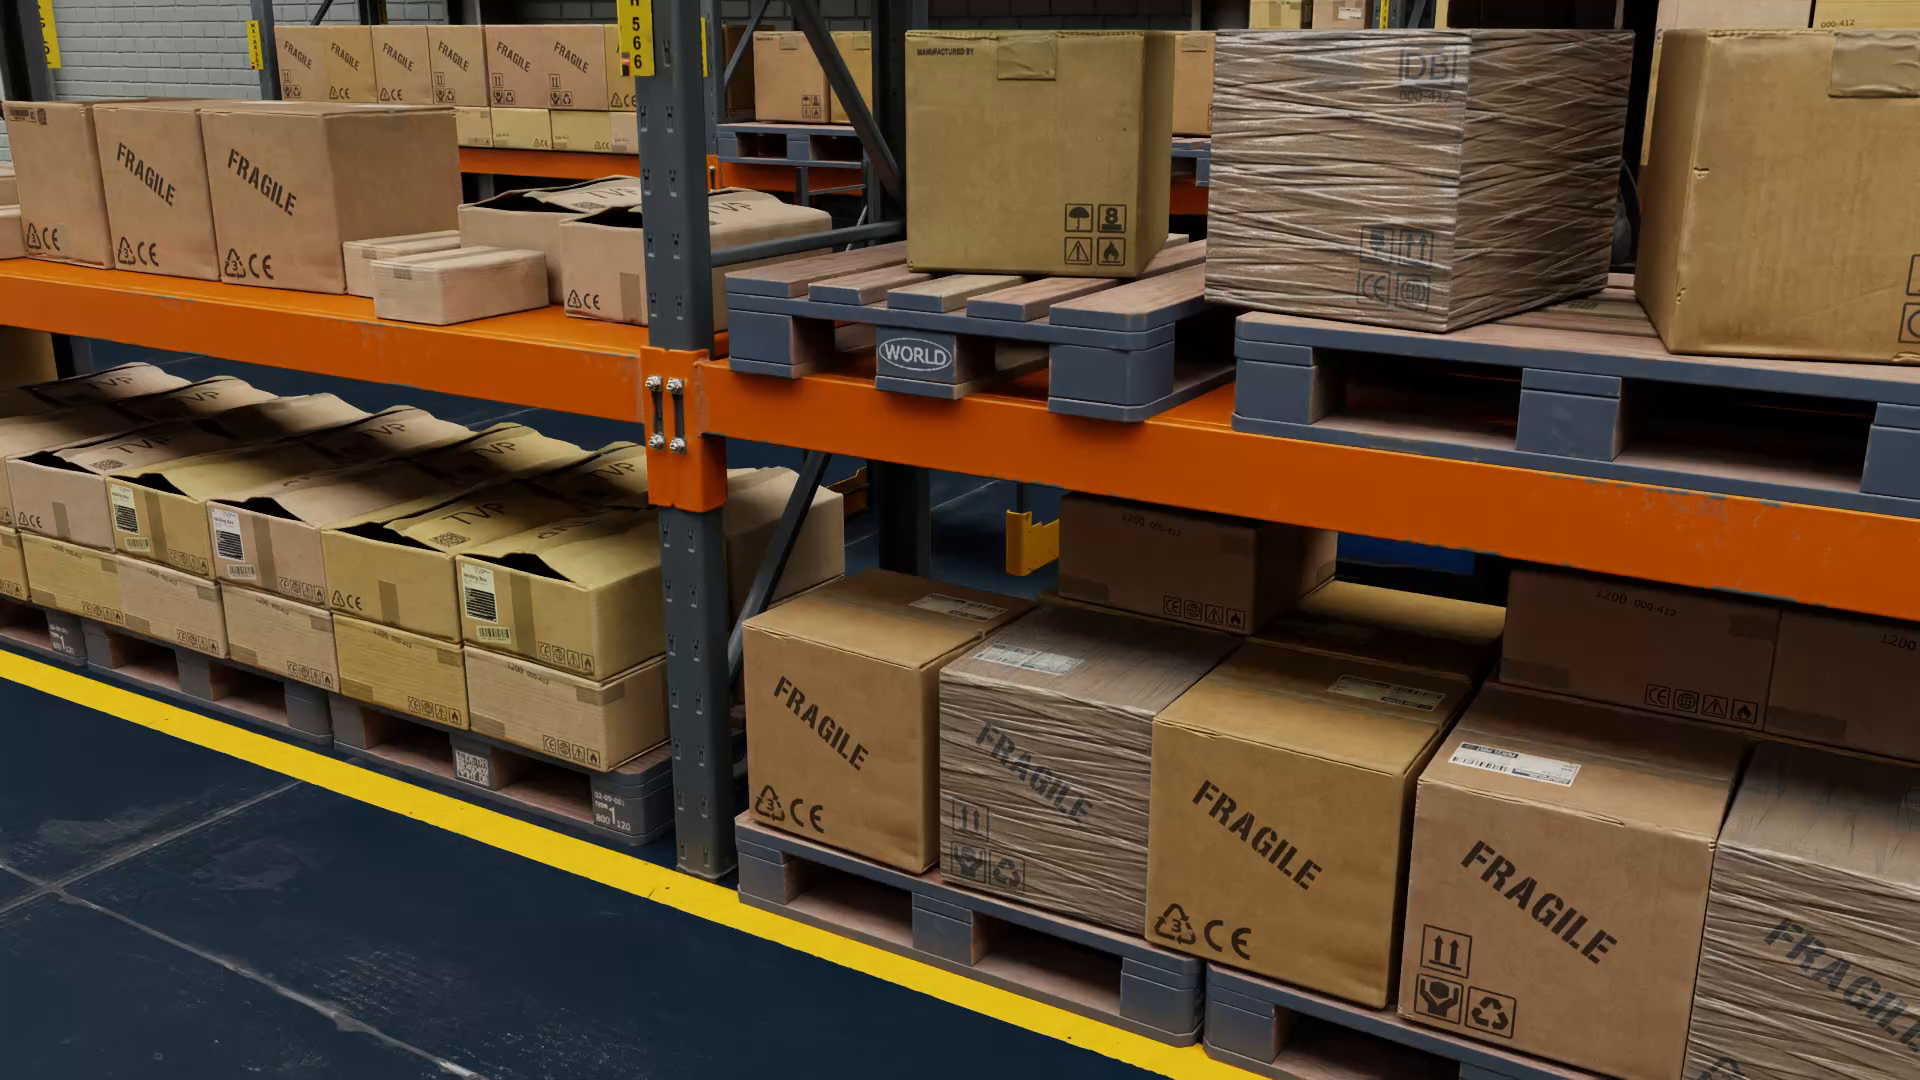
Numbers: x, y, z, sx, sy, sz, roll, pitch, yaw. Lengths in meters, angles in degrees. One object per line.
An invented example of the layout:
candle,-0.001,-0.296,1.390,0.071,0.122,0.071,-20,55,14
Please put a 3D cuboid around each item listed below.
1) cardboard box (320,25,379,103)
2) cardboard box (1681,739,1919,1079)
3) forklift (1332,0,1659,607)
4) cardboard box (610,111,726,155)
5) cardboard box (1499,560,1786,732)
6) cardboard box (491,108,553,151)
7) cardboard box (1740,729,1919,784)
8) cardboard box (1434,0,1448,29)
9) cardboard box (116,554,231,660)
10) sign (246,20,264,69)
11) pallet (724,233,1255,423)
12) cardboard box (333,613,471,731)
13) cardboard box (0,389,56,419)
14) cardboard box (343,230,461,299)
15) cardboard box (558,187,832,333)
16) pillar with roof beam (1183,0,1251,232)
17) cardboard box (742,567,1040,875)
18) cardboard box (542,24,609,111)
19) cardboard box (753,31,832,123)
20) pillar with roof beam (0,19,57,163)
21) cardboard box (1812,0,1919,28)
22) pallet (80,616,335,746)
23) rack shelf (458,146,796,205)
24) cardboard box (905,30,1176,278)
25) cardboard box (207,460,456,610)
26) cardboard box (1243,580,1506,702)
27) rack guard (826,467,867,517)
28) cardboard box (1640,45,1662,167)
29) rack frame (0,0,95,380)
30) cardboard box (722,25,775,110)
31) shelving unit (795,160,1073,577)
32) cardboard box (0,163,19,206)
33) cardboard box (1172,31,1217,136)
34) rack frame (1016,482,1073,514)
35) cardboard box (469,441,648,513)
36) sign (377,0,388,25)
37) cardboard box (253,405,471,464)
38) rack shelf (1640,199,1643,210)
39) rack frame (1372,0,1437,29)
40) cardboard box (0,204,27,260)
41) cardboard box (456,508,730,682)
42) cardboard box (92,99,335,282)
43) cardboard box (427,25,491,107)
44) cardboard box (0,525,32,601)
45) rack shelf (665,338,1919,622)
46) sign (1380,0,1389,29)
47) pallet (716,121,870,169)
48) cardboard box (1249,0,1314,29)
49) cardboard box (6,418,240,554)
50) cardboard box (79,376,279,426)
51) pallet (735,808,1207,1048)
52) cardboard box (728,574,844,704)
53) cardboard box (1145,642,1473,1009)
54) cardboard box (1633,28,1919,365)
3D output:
cardboard box,-3.956,-3.237,11.312,0.500,0.500,0.500,10,20,30
cardboard box,1.600,0.715,2.910,0.500,0.500,0.500,10,20,31
forklift,2.319,-1.062,5.335,3.031,2.935,1.130,9,19,27
cardboard box,-1.775,-2.492,10.147,0.500,0.250,0.500,10,20,30
cardboard box,1.450,0.152,3.475,0.500,0.250,0.500,10,19,29
cardboard box,-2.632,-2.642,10.643,0.500,0.250,0.500,10,20,30
cardboard box,1.848,0.583,3.346,0.500,0.500,0.500,10,20,31
cardboard box,2.472,-2.370,7.514,0.500,0.250,0.500,11,20,31
cardboard box,-2.277,0.142,5.263,0.500,0.250,0.500,11,20,31
sign,-4.905,-3.445,11.573,0.005,0.325,0.100,10,20,30
pallet,0.221,-0.544,3.840,1.003,0.211,1.213,10,20,30
cardboard box,-1.411,0.296,4.753,0.500,0.250,0.500,10,19,29
cardboard box,-3.580,-0.359,5.945,0.500,0.311,0.500,10,20,30
cardboard box,-1.510,-0.781,4.724,0.250,0.149,0.380,12,21,34
cardboard box,-0.681,-0.745,4.325,0.500,0.311,0.500,12,20,33
pillar with roof beam,-0.712,-4.165,5.110,0.400,9.000,9.100,10,20,30
cardboard box,-0.155,0.404,3.933,0.500,0.500,0.500,11,20,32
cardboard box,-2.206,-2.924,10.278,0.500,0.500,0.500,10,20,30
cardboard box,-0.797,-2.730,9.777,0.500,0.500,0.700,10,20,30
pillar with roof beam,-10.938,-5.990,11.119,0.400,9.000,9.100,10,20,30
cardboard box,3.772,-2.142,6.762,0.500,0.250,0.500,10,19,29
pallet,-2.110,0.292,5.556,1.213,0.211,1.003,10,20,30
rack shelf,-2.917,-2.517,11.245,4.000,0.370,1.077,10,20,30
cardboard box,0.202,-0.902,3.796,0.500,0.500,0.700,4,17,12
cardboard box,-1.844,-0.048,4.923,0.500,0.311,0.500,10,20,30
cardboard box,0.967,0.427,3.858,0.500,0.500,0.500,9,19,28
rack guard,-0.489,-0.207,7.132,0.087,0.250,0.587,10,20,30
cardboard box,2.917,-1.929,7.353,0.500,0.500,0.500,11,20,32
rack frame,-3.802,-1.330,6.098,0.127,3.000,1.000,10,20,30
cardboard box,-1.504,-2.977,10.454,0.500,0.500,0.500,10,19,29
shelving unit,-0.065,-0.729,6.701,1.083,1.500,0.587,10,20,30
cardboard box,-3.360,-1.194,5.909,0.500,0.250,0.500,12,20,33
cardboard box,1.300,-2.354,8.542,0.500,0.500,0.700,8,19,25
rack frame,0.360,-0.653,6.451,0.032,1.500,0.500,10,20,30
cardboard box,-1.138,-0.105,5.110,0.500,0.311,0.500,10,19,29
sign,-4.314,-4.005,12.370,0.005,0.325,0.100,10,20,30
cardboard box,-2.010,-0.261,5.624,0.500,0.311,0.500,10,19,29
rack shelf,3.900,-1.300,7.239,4.000,0.370,1.077,10,20,30
rack frame,2.196,-1.949,8.136,0.127,3.000,1.000,10,20,30
cardboard box,-3.154,-1.024,5.524,0.250,0.149,0.380,10,20,30
cardboard box,-0.969,0.106,4.413,0.500,0.311,0.500,11,20,31
cardboard box,-2.281,-1.100,5.171,0.500,0.500,0.500,10,20,30
cardboard box,-3.073,-3.082,10.799,0.500,0.500,0.500,11,20,32
cardboard box,-3.153,-0.014,5.775,0.500,0.250,0.500,11,20,31
rack shelf,1.311,-0.073,3.198,4.000,0.370,1.077,10,20,30
sign,1.920,-2.329,7.532,0.005,0.325,0.100,10,20,30
pallet,-0.638,-2.313,9.665,1.213,0.211,1.003,10,20,30
cardboard box,1.604,-2.608,8.260,0.250,0.149,0.380,7,18,21
cardboard box,-2.715,-0.203,5.432,0.500,0.311,0.500,9,19,28
cardboard box,-2.860,-0.415,6.130,0.500,0.311,0.500,11,20,32
pallet,0.223,0.736,4.095,1.213,0.211,1.003,10,20,30
cardboard box,-0.686,0.241,4.935,0.500,0.250,0.500,10,20,30
cardboard box,0.719,0.560,3.420,0.500,0.500,0.500,10,19,29
cardboard box,1.477,-0.615,2.851,0.500,0.500,0.700,5,18,16
